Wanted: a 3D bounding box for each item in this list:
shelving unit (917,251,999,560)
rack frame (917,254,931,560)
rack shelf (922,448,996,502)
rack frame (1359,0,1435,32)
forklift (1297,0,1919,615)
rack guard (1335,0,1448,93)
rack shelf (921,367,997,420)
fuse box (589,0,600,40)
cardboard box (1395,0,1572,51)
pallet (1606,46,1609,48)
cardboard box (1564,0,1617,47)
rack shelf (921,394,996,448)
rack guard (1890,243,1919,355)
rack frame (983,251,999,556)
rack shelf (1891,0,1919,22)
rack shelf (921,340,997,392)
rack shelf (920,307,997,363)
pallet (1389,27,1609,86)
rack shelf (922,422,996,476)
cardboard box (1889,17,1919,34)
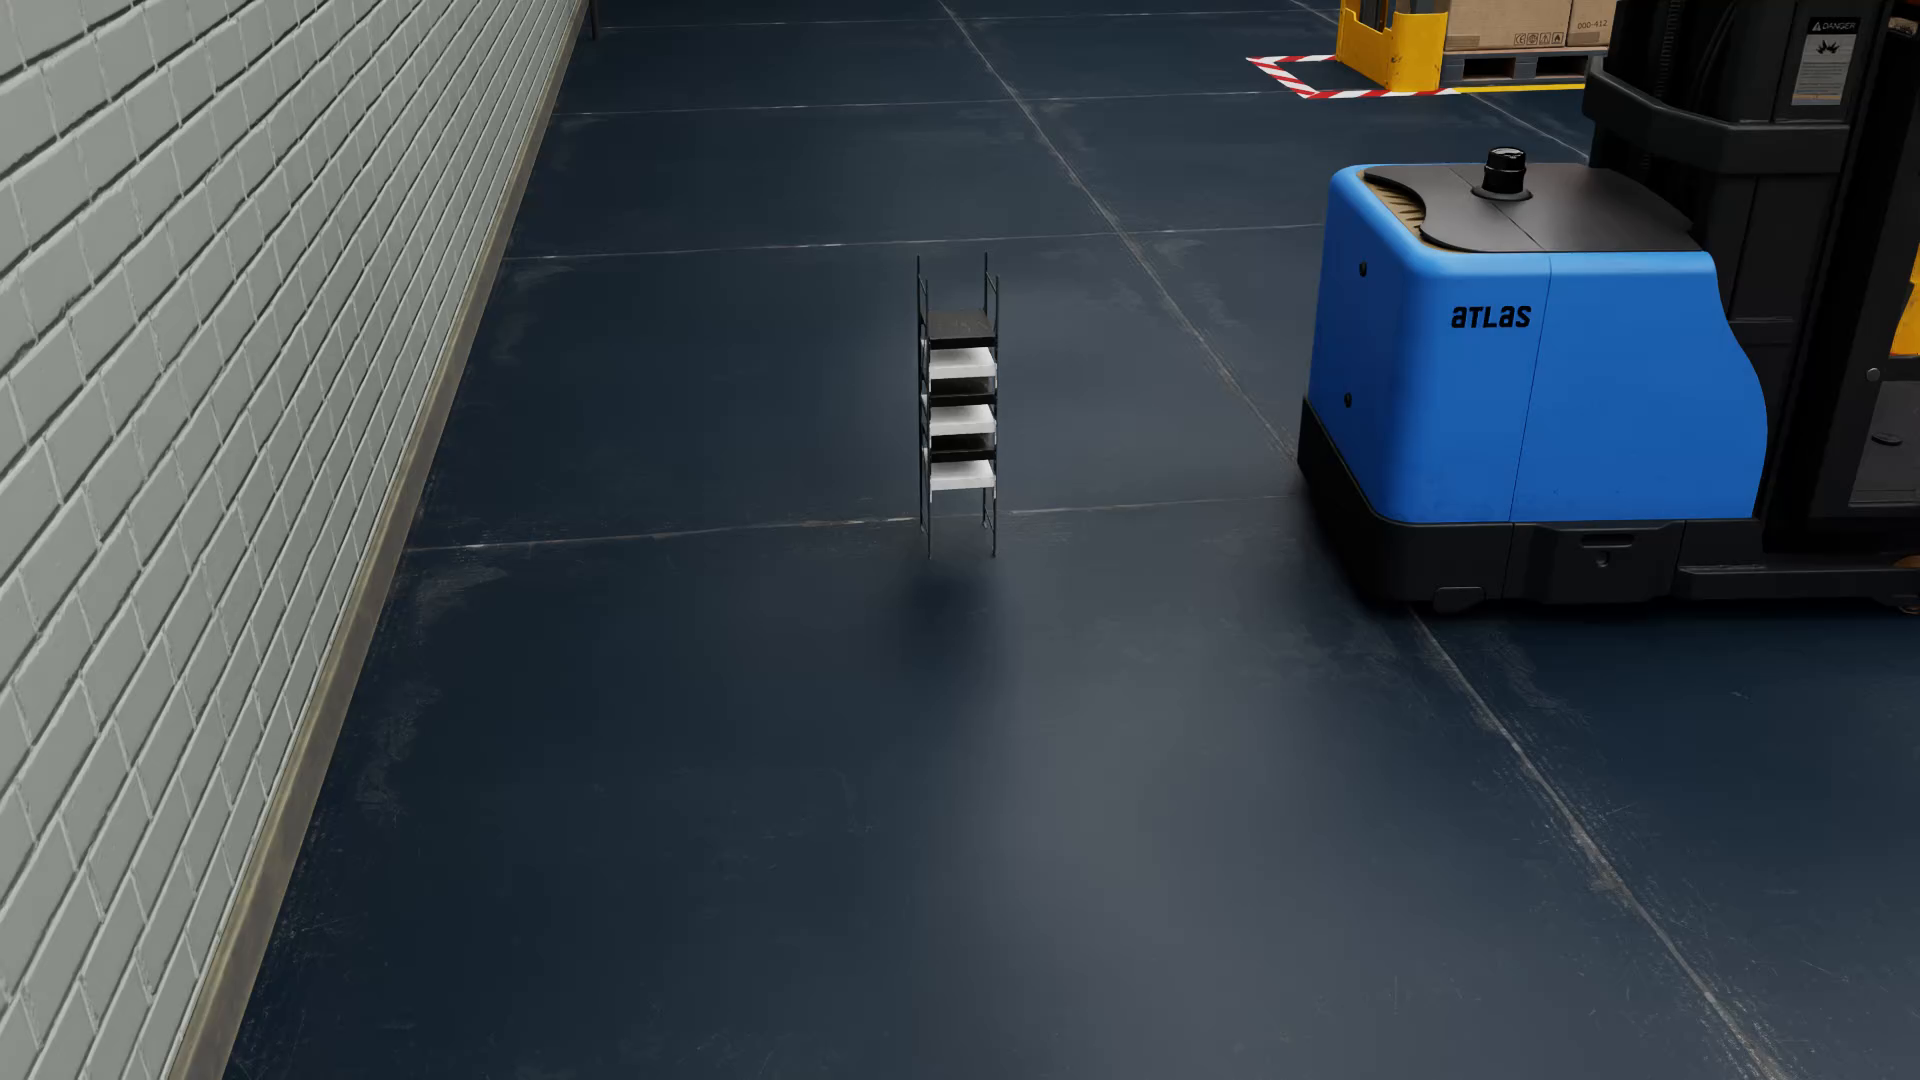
[{"bbox_3d":[-0.008,-0.400,5.044,0.210,0.900,0.258,-4,27,-7],"label":"shelving unit"},{"bbox_3d":[-0.109,-0.393,5.031,0.006,0.900,0.240,-4,27,-7],"label":"rack frame"},{"bbox_3d":[-0.008,-0.210,5.141,0.200,0.077,0.258,-4,27,-7],"label":"rack shelf"},{"bbox_3d":[2.978,-4.578,10.887,0.127,3.000,1.000,-4,27,-7],"label":"rack frame"},{"bbox_3d":[2.665,-1.330,4.632,3.031,2.935,1.130,-1,27,-2],"label":"forklift"},{"bbox_3d":[2.954,-3.465,11.455,0.348,0.500,1.175,-4,27,-7],"label":"rack guard"},{"bbox_3d":[-0.008,-0.450,5.018,0.200,0.077,0.258,-4,27,-7],"label":"rack shelf"},{"bbox_3d":[-2.751,-4.595,12.331,0.414,1.711,0.539,-4,27,-7],"label":"fuse box"},{"bbox_3d":[3.618,-3.712,11.546,0.875,0.438,0.875,-5,28,-9],"label":"cardboard box"},{"bbox_3d":[4.964,-3.500,11.840,1.213,0.211,1.003,-4,27,-7],"label":"pallet"},{"bbox_3d":[4.523,-3.774,11.667,0.875,0.438,0.875,-3,27,-6],"label":"cardboard box"},{"bbox_3d":[-0.008,-0.370,5.059,0.200,0.077,0.258,-4,27,-7],"label":"rack shelf"},{"bbox_3d":[3.843,-1.240,7.119,0.348,0.500,1.175,-4,27,-7],"label":"rack guard"},{"bbox_3d":[0.093,-0.406,5.056,0.006,0.900,0.240,-4,27,-7],"label":"rack frame"},{"bbox_3d":[5.748,-2.154,6.951,4.000,0.370,1.077,-4,27,-7],"label":"rack shelf"},{"bbox_3d":[-0.008,-0.530,4.977,0.200,0.077,0.258,-4,27,-7],"label":"rack shelf"},{"bbox_3d":[-0.008,-0.610,4.936,0.200,0.077,0.258,-4,27,-7],"label":"rack shelf"},{"bbox_3d":[3.759,-3.424,11.692,1.213,0.211,1.003,-4,27,-7],"label":"pallet"},{"bbox_3d":[-0.008,-0.290,5.100,0.200,0.077,0.258,-4,27,-7],"label":"rack shelf"},{"bbox_3d":[6.302,-3.888,11.889,0.875,0.438,0.875,-4,27,-8],"label":"cardboard box"}]
